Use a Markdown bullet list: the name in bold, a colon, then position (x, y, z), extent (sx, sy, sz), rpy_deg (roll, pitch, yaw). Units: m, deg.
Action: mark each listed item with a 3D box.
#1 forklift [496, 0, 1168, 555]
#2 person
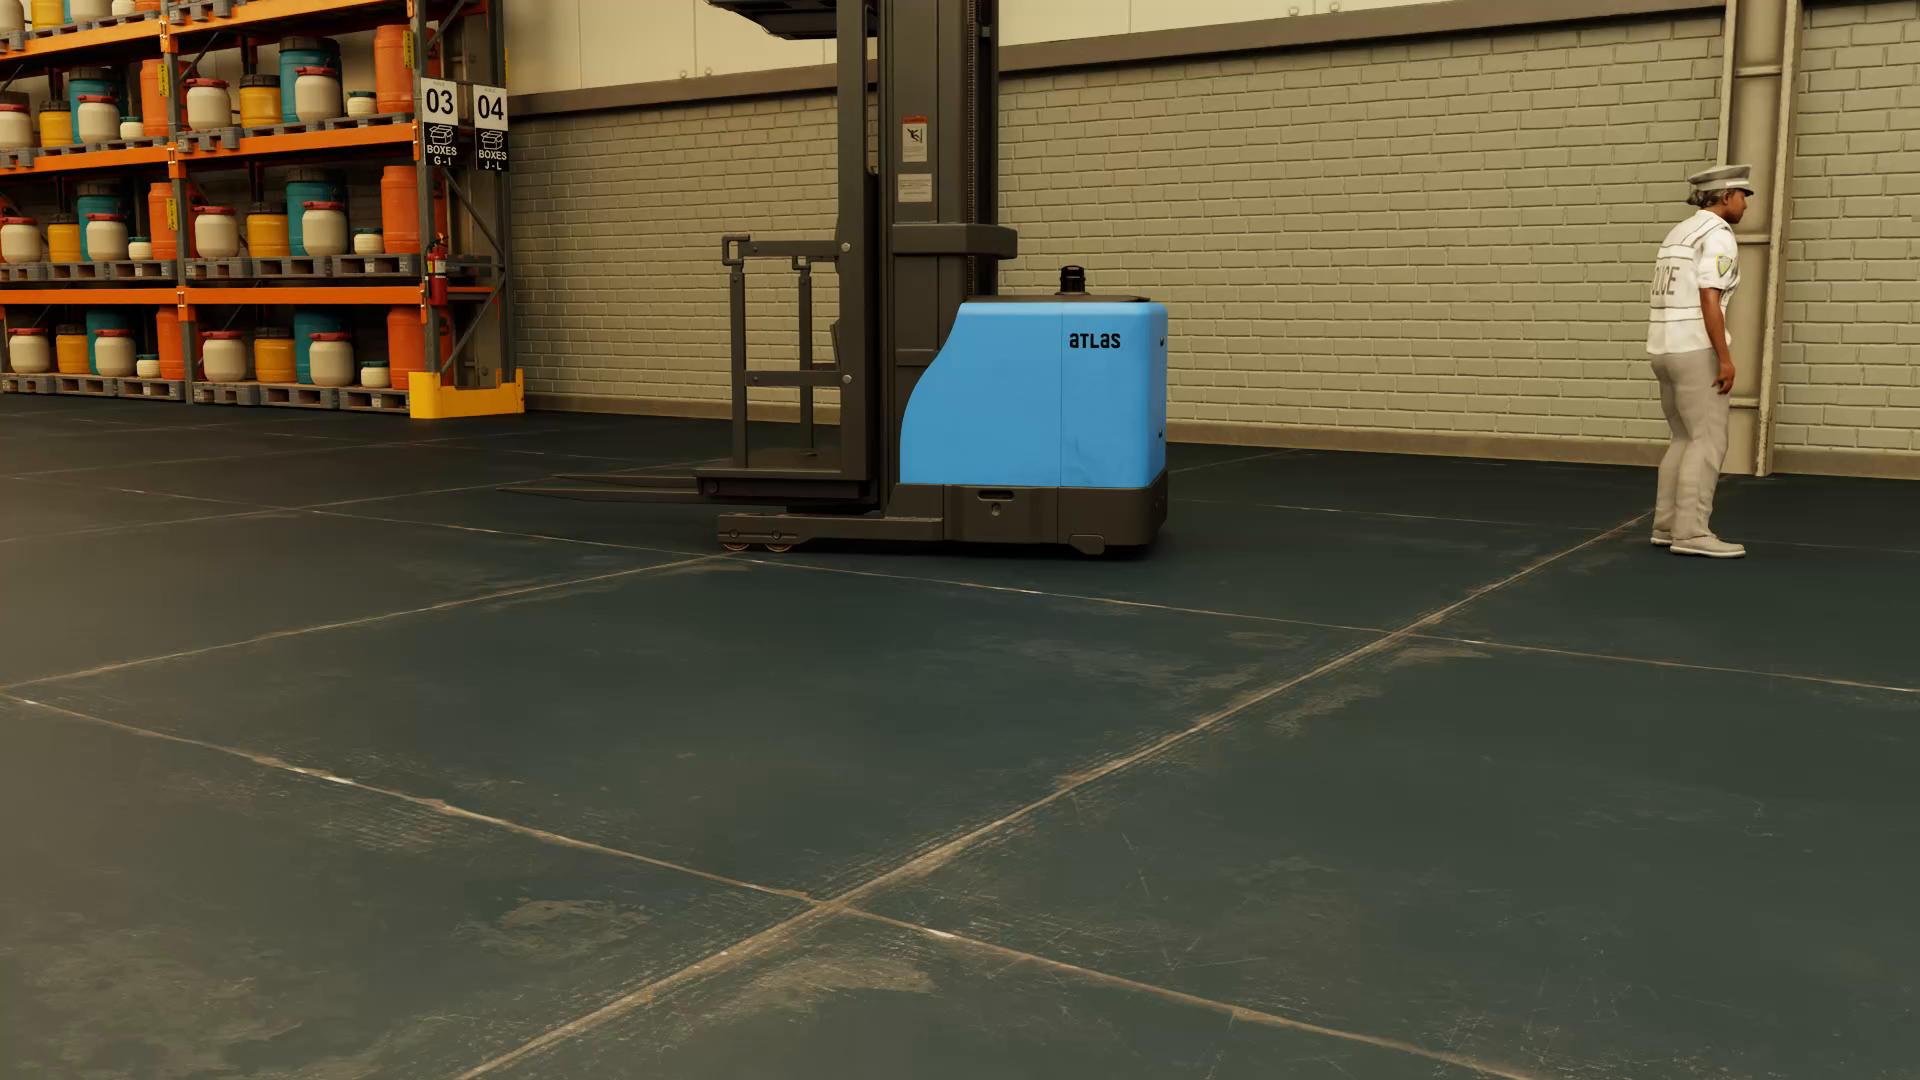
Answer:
- **forklift**: position (-0.596, -1.469, 7.520), extent (3.031, 2.935, 1.130), rpy_deg (2, 8, 12)
- **person**: position (3.197, -0.781, 7.194), extent (0.391, 1.664, 0.532), rpy_deg (1, 8, 4)
